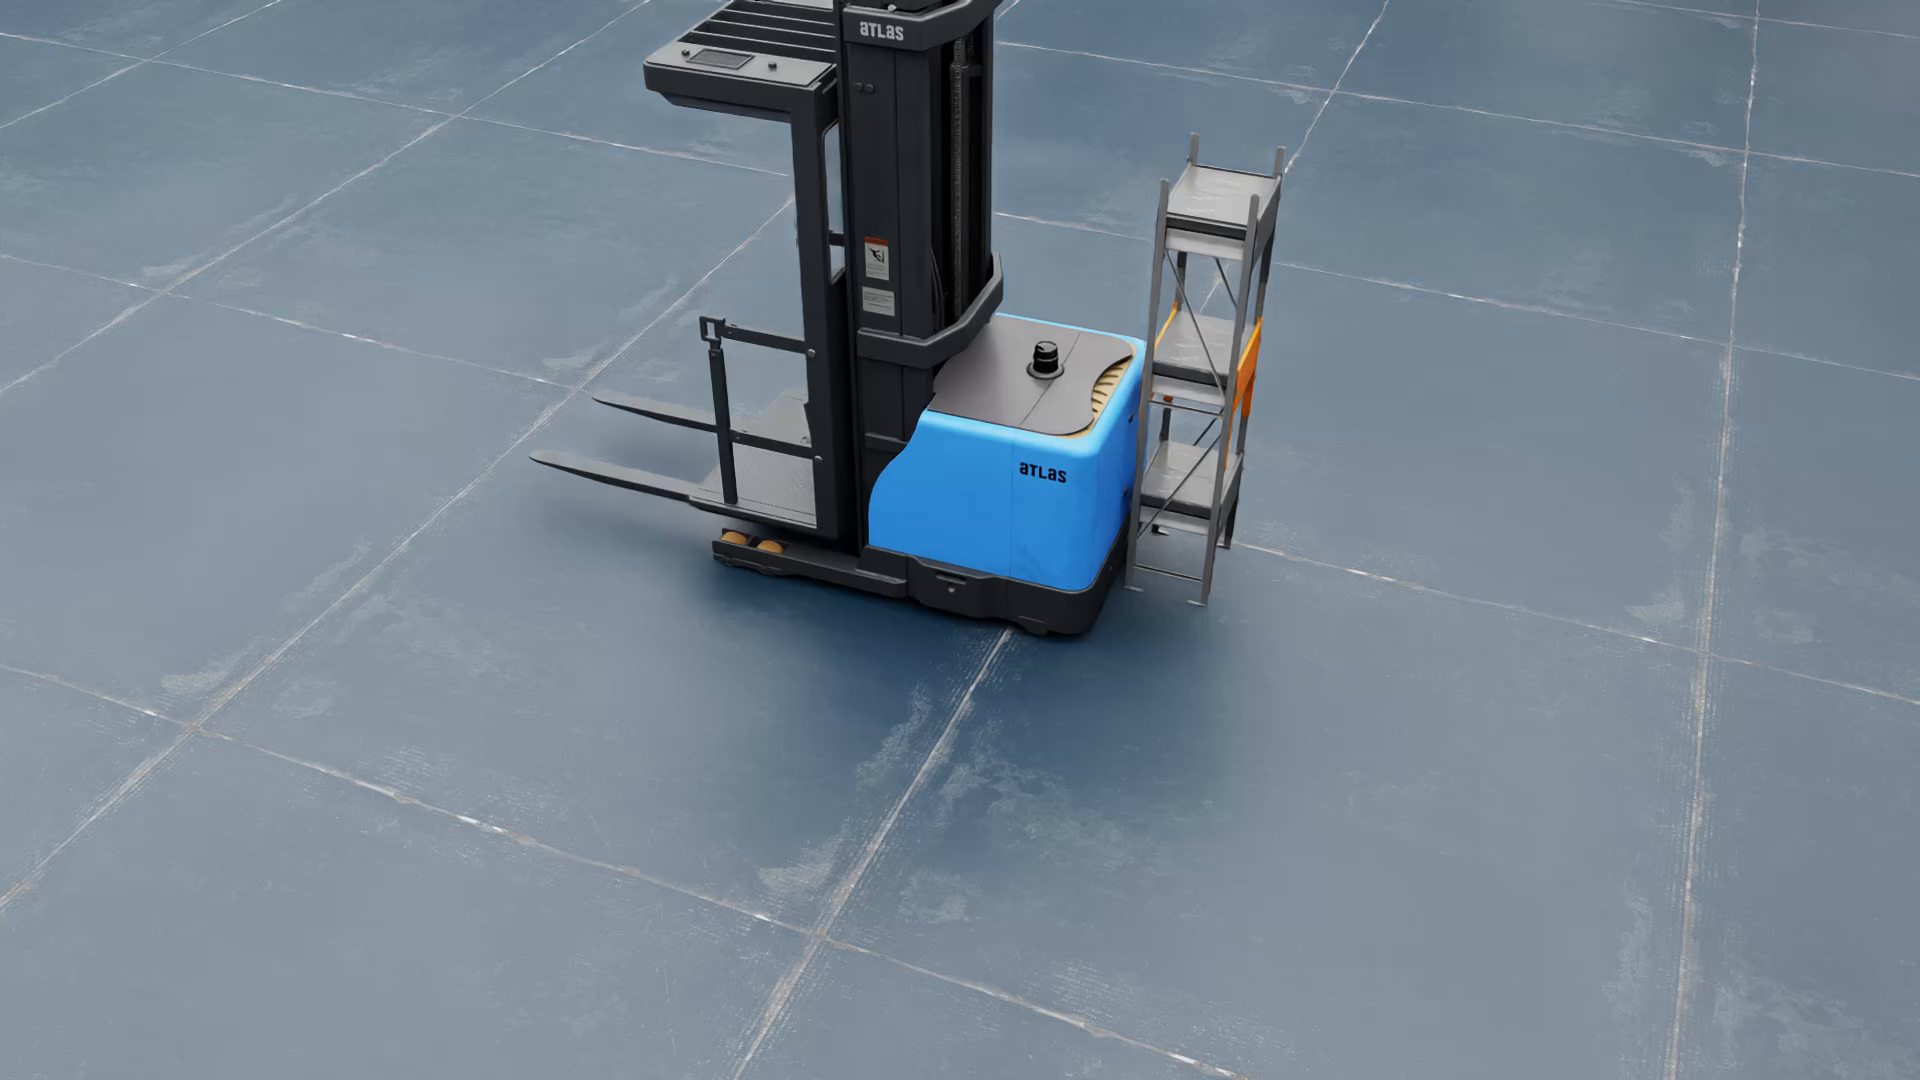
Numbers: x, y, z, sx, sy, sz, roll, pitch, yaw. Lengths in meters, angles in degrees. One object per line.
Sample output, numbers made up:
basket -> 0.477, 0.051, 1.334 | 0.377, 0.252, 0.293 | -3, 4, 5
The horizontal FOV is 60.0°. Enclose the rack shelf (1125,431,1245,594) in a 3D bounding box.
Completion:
rack shelf -> 1.064, -0.134, 7.861 | 0.431, 0.518, 0.480 | 13, 39, 16

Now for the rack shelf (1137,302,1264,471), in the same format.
rack shelf -> 1.074, -0.692, 7.439 | 0.431, 0.518, 0.480 | 13, 39, 16

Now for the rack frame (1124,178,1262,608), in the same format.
rack frame -> 0.989, -0.566, 7.247 | 0.400, 2.100, 0.015 | 13, 39, 16

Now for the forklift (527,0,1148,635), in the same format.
forklift -> -0.664, -1.282, 7.517 | 3.031, 2.935, 1.130 | 13, 39, 16

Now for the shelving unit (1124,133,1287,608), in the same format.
shelving unit -> 1.074, -0.703, 7.430 | 0.431, 2.100, 0.503 | 13, 39, 16

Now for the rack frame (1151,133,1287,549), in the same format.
rack frame -> 1.160, -0.840, 7.613 | 0.400, 2.100, 0.015 | 13, 39, 16

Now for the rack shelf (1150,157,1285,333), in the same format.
rack shelf -> 1.085, -1.250, 7.016 | 0.431, 0.518, 0.480 | 13, 39, 16
